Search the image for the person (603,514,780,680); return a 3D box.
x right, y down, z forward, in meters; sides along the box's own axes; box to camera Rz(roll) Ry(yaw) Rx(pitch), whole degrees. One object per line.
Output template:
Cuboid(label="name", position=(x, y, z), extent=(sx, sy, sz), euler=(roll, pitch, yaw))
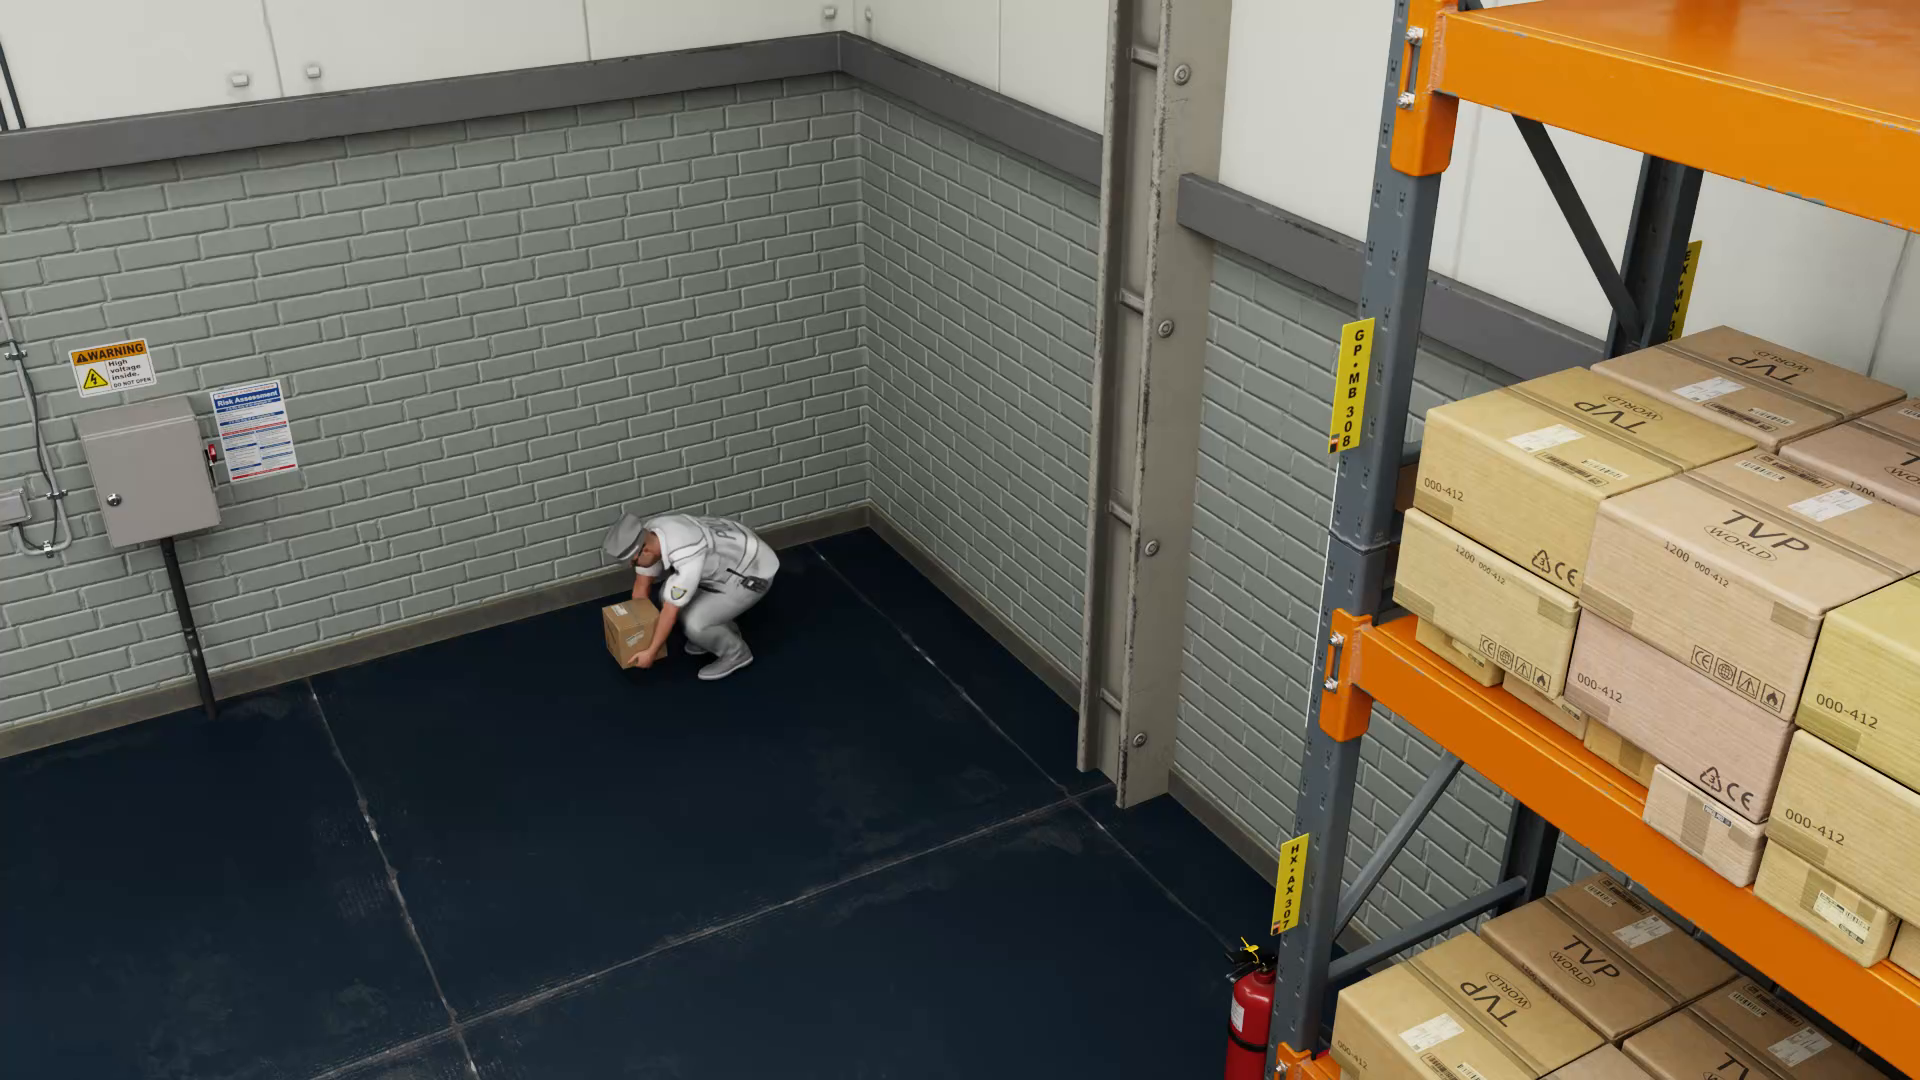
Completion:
Cuboid(label="person", position=(-1.433, 0.248, 8.874), extent=(0.935, 1.025, 0.532), euler=(-17, 33, -28))
